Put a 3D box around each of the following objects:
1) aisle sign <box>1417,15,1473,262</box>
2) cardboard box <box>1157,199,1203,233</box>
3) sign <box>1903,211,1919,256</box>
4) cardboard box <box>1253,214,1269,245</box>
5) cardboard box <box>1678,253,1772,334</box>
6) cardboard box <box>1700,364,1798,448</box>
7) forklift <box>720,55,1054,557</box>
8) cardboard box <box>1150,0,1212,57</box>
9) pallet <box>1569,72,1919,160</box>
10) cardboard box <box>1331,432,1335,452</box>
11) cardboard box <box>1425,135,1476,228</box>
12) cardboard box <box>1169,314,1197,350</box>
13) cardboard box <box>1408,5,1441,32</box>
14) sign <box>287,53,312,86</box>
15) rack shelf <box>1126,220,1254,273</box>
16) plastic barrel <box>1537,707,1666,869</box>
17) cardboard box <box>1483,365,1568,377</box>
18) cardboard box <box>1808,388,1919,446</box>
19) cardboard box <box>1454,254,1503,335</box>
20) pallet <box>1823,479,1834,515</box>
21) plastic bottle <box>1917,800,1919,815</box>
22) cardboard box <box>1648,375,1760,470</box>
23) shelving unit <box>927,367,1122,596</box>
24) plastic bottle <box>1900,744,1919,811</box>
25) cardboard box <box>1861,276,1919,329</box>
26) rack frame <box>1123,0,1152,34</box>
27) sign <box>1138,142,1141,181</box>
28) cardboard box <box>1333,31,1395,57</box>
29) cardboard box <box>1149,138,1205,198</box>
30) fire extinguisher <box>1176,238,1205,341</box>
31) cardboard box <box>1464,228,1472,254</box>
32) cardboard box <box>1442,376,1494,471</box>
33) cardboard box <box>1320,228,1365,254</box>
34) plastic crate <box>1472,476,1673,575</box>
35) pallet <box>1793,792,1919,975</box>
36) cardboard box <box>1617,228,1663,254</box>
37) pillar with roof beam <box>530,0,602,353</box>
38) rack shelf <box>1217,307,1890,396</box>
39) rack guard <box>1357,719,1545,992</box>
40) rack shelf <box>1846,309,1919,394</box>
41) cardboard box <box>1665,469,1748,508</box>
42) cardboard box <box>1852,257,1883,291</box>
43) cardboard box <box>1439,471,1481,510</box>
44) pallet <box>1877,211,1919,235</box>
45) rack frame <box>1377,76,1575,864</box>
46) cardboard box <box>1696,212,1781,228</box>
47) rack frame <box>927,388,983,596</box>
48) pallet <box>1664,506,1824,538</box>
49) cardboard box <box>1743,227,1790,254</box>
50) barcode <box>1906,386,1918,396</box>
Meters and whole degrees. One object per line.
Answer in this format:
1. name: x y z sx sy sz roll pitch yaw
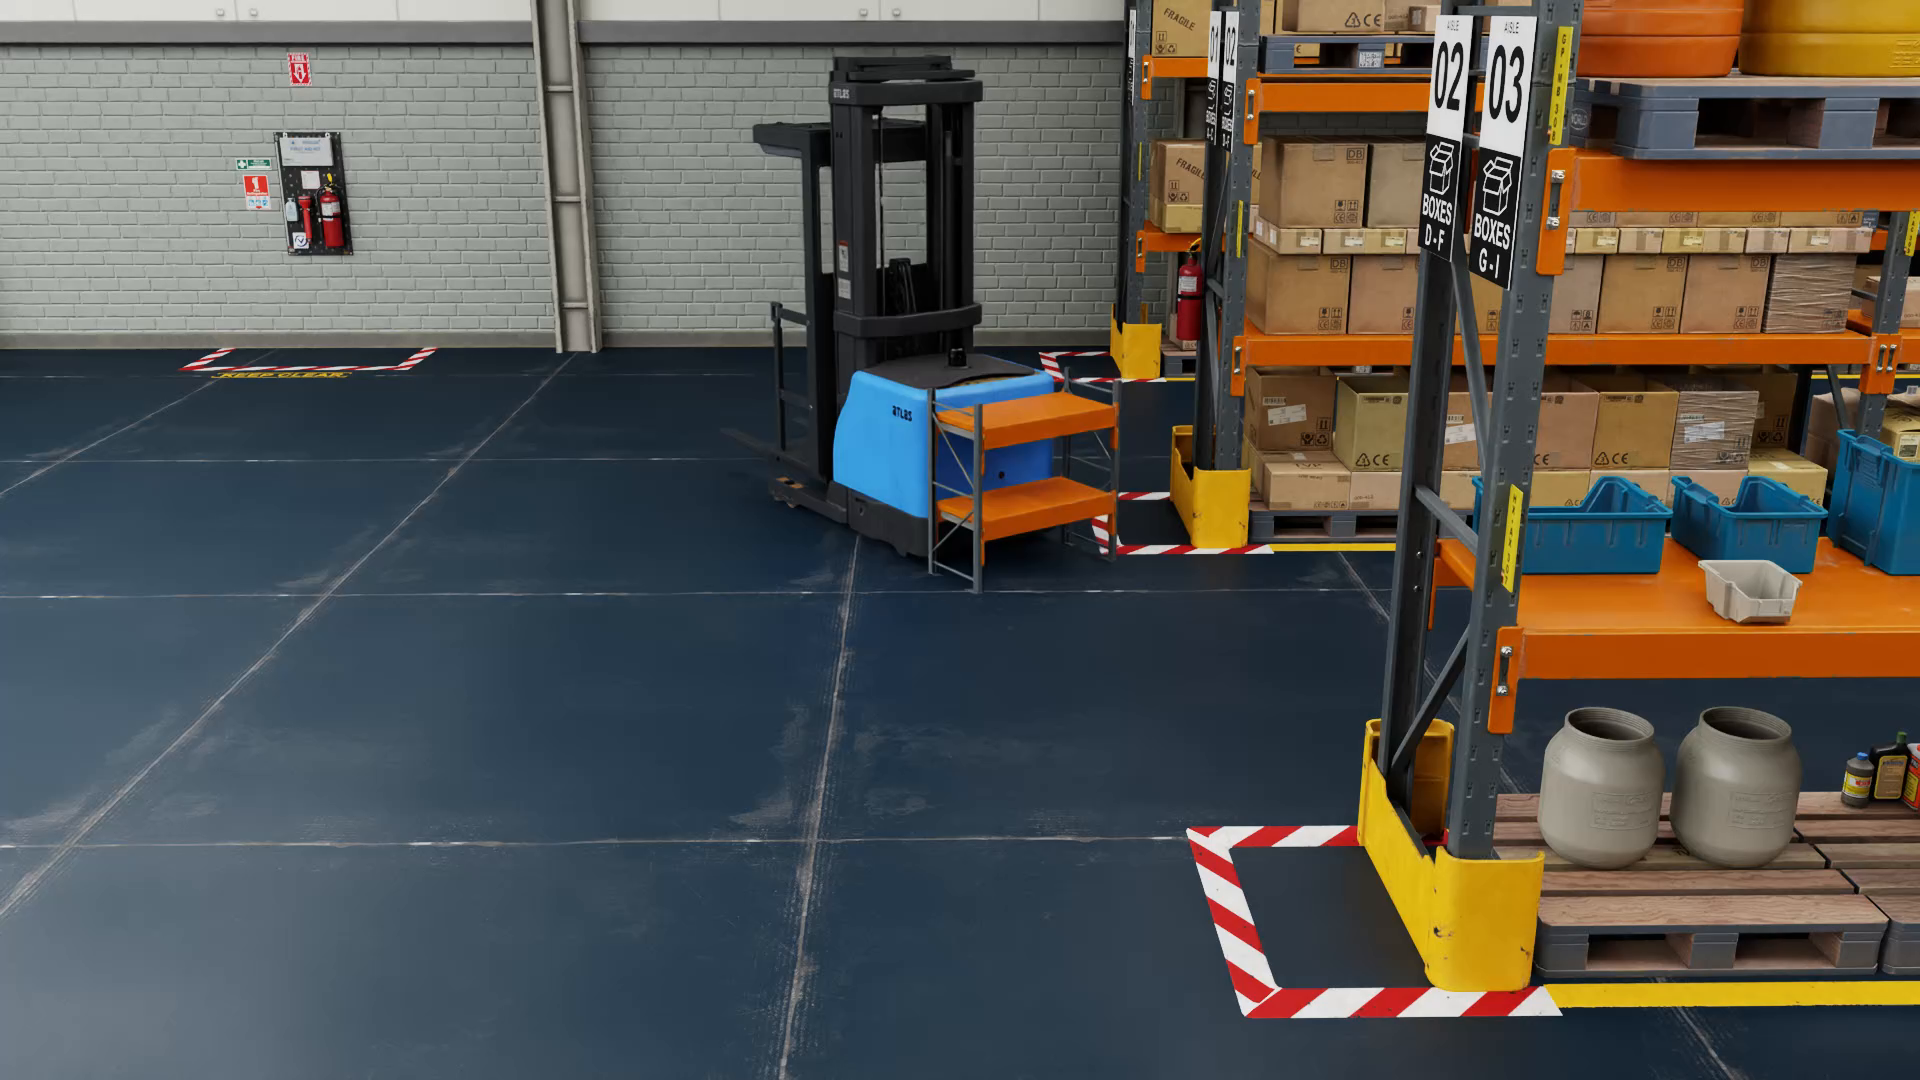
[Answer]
1. aisle sign: 1.644 -1.369 5.650 0.004 0.787 0.394 0 18 -1
2. cardboard box: 2.057 -2.910 14.922 0.500 0.250 0.500 -1 18 -2
3. sign: 5.656 -1.854 9.868 0.005 0.325 0.100 0 18 -1
4. cardboard box: 2.025 -1.970 10.554 0.250 0.149 0.380 -1 18 -2
5. cardboard box: 4.675 -1.612 10.499 0.500 0.500 0.700 0 18 -1
6. cardboard box: 5.177 -0.914 11.074 0.500 0.500 0.500 0 18 -1
7. forklift: -0.652 -1.684 10.999 1.130 2.935 3.031 -12 21 -33
8. cardboard box: 1.902 -4.478 14.488 0.500 0.500 0.500 0 18 1
9. pallet: 2.549 -1.354 5.255 1.213 0.211 1.003 0 18 -1
10. cardboard box: 2.677 -0.544 11.145 0.500 0.250 0.500 0 18 -1
11. cardboard box: 3.196 -2.225 10.285 0.500 0.500 0.700 0 18 -1
12. cardboard box: 2.257 -1.972 15.466 0.500 0.311 0.500 -2 18 -7
13. cardboard box: 2.825 -3.081 9.826 0.250 0.149 0.380 0 18 -1
14. sign: -6.230 -4.439 15.681 0.199 0.298 0.001 0 18 -1
15. rack shelf: 3.564 -2.734 15.337 4.000 0.370 1.077 0 18 -1
16. plastic barrel: 2.377 0.917 6.164 0.421 0.512 0.421 0 18 0
17. cardboard box: 3.677 -0.906 11.049 0.500 0.500 0.500 0 18 -1
18. cardboard box: 6.046 -0.820 11.090 0.500 0.311 0.500 0 18 -1
19. cardboard box: 3.134 -1.605 10.475 0.500 0.500 0.700 0 18 0
20. pallet: 6.381 -0.261 11.015 1.213 0.211 1.003 0 18 -1
21. plastic bottle: 3.804 0.940 6.434 0.133 0.283 0.061 0 18 -1
22. cardboard box: 4.685 -0.753 10.571 0.500 0.500 0.500 0 18 -1
23. shelving unit: 0.381 -0.370 9.860 1.048 1.125 0.538 -12 22 -34
24. plastic bottle: 3.802 0.911 6.537 0.135 0.276 0.152 0 18 0
25. cardboard box: 6.137 -1.518 10.613 0.500 0.250 0.500 1 18 3
26. rack frame: 1.564 -5.924 14.281 0.127 3.000 1.000 0 18 -1
27. sign: 1.573 -3.313 14.549 0.005 0.325 0.100 0 18 -1
28. cardboard box: 3.494 -4.482 14.502 0.500 0.500 0.500 1 18 3
29. cardboard box: 2.032 -3.429 15.312 0.500 0.500 0.500 0 18 -1
30. fire extinguisher: 1.520 -1.658 10.933 0.183 0.674 0.296 0 18 -1
31. cardboard box: 3.074 -1.852 10.185 0.250 0.149 0.380 -1 18 -3
32. cardboard box: 3.185 -0.746 10.548 0.500 0.500 0.500 0 18 -1
33. cardboard box: 2.306 -1.849 10.174 0.250 0.149 0.380 -1 18 -2
34. plastic crate: 2.216 -0.064 6.080 0.616 0.251 0.499 0 18 -1
35. pallet: 3.825 1.265 6.260 1.213 0.211 1.003 0 18 -1
36. cardboard box: 4.107 -1.857 10.201 0.250 0.149 0.380 0 18 1
37. pillar with roof beam: -3.681 -4.847 10.926 0.400 9.000 9.100 0 18 -1
38. rack shelf: 3.646 -1.221 10.621 4.000 0.370 1.077 0 18 -1
39. rack guard: 1.796 1.134 6.193 0.348 0.500 1.175 0 18 -1
40. rack shelf: 7.645 -1.240 10.681 4.000 0.370 1.077 0 18 -1
41. cardboard box: 4.685 -0.396 10.684 0.500 0.250 0.500 0 18 -1
42. cardboard box: 8.273 -2.479 15.508 0.500 0.250 0.500 0 18 0
43. cardboard box: 3.185 -0.385 10.651 0.500 0.250 0.500 0 18 -1
44. pallet: 8.852 -2.978 15.235 1.003 0.211 1.213 0 18 -1
45. rack frame: 1.720 -0.041 5.765 0.127 3.000 1.000 0 18 -1
46. cardboard box: 4.697 -2.232 10.306 0.500 0.500 0.700 0 18 -1
47. rack frame: -0.032 -0.280 9.577 0.032 1.125 0.500 -12 22 -34
48. pallet: 4.850 -0.254 10.995 1.213 0.211 1.003 0 18 -1
49. cardboard box: 4.868 -1.860 10.211 0.250 0.149 0.380 -1 18 -2
50. barcode: 5.907 -0.924 10.317 0.075 0.075 0.001 0 18 -1
